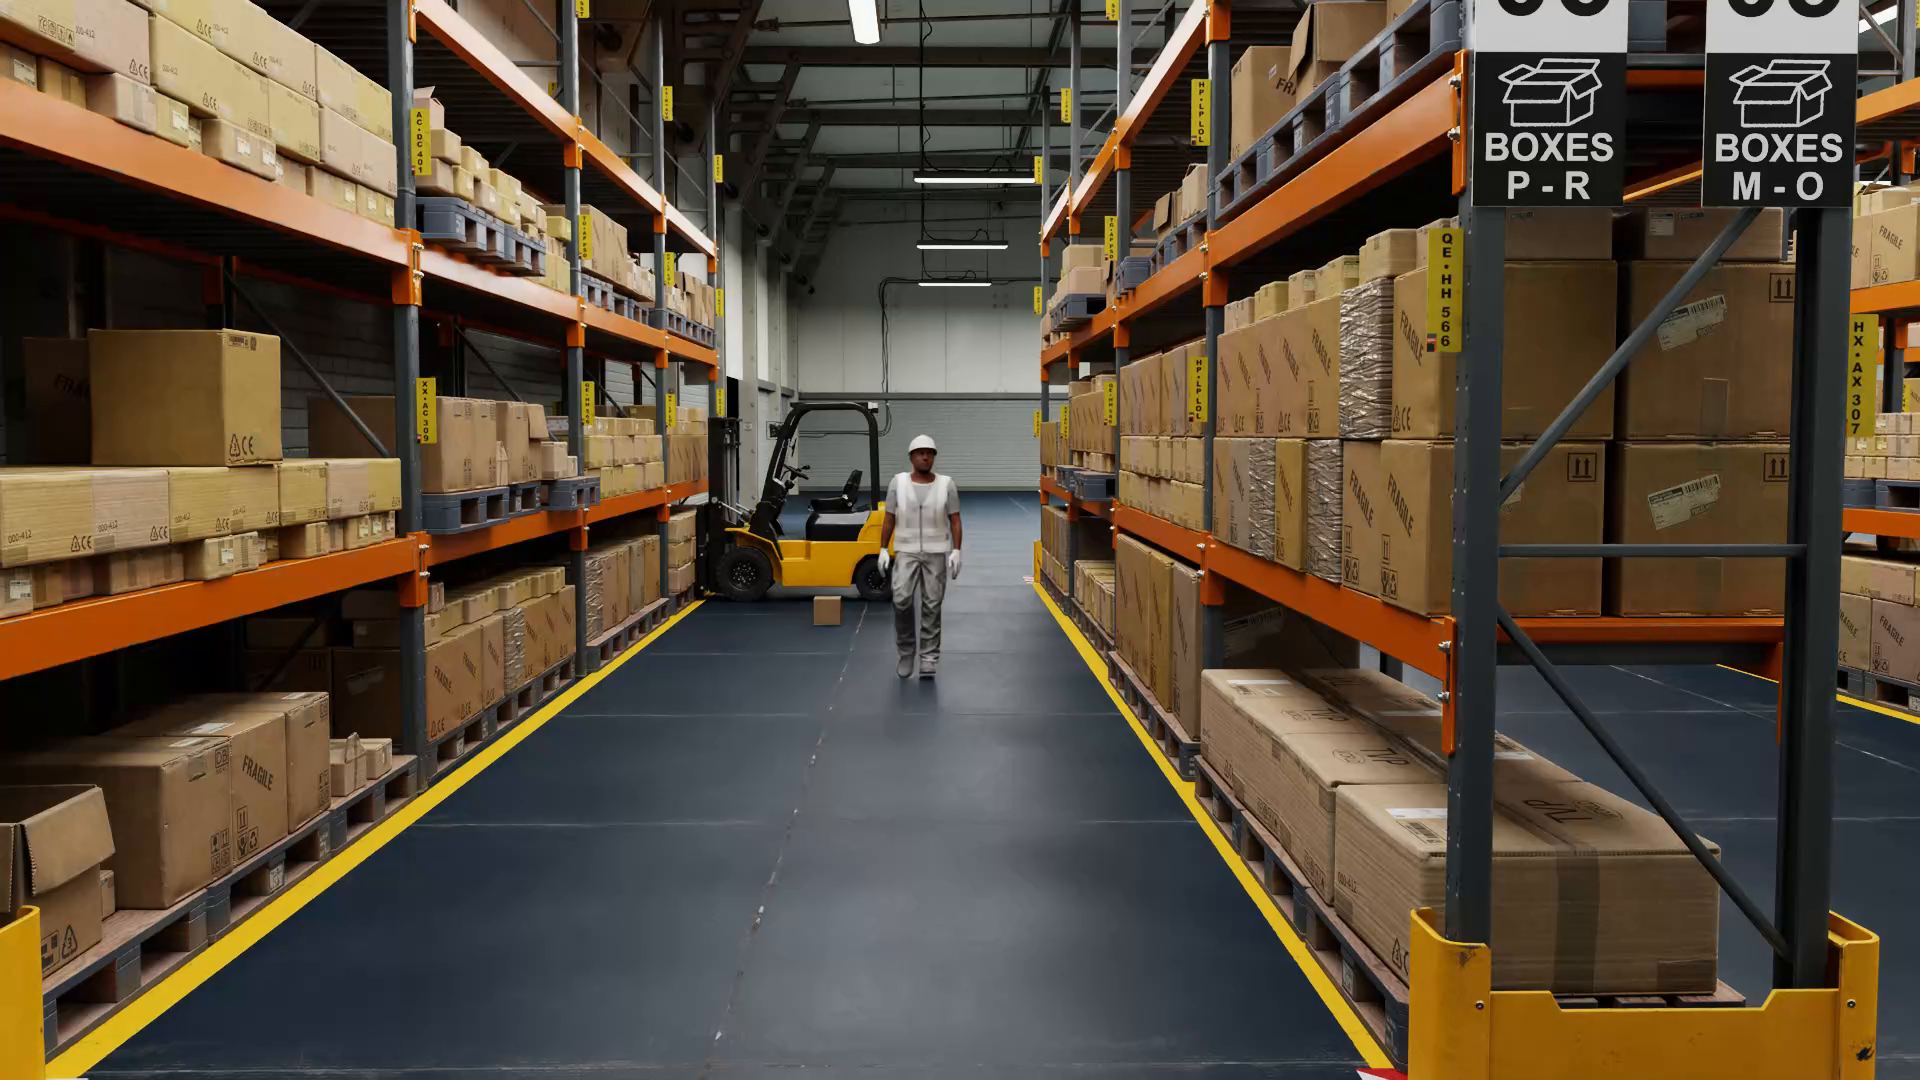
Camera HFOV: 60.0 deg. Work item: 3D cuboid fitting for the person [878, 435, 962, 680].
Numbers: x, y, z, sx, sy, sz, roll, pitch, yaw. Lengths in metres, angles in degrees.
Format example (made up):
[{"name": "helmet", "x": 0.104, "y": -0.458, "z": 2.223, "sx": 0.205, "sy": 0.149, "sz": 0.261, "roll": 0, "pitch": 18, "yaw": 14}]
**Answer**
[{"name": "person", "x": -0.295, "y": 0.128, "z": 12.298, "sx": 0.626, "sy": 1.808, "sz": 0.478, "roll": 0, "pitch": 4, "yaw": -2}]
